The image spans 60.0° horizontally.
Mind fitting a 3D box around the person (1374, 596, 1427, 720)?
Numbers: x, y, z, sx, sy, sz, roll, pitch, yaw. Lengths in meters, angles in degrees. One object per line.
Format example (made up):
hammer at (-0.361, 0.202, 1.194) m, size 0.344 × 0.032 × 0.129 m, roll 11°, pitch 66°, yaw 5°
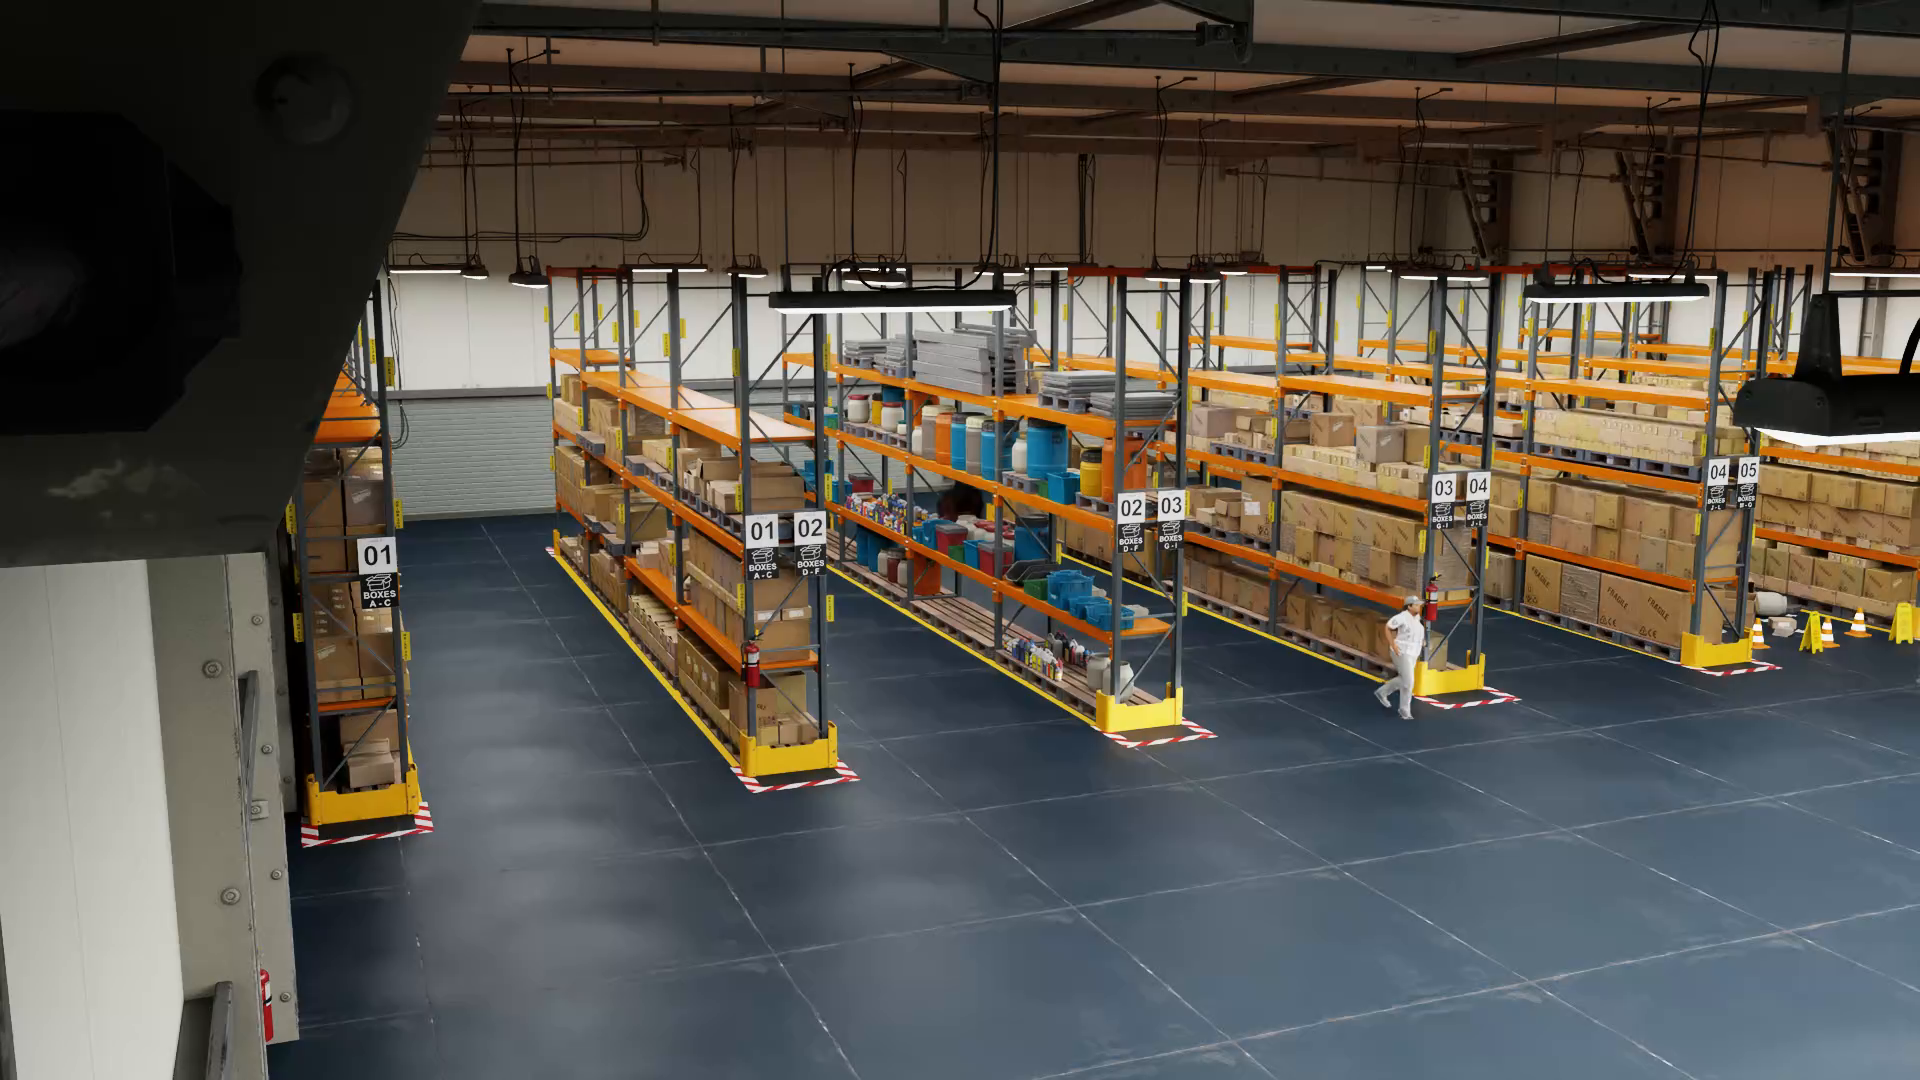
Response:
person at (6.106, 1.604, 22.939) m, size 0.649 × 1.720 × 0.758 m, roll -9°, pitch 13°, yaw -42°
